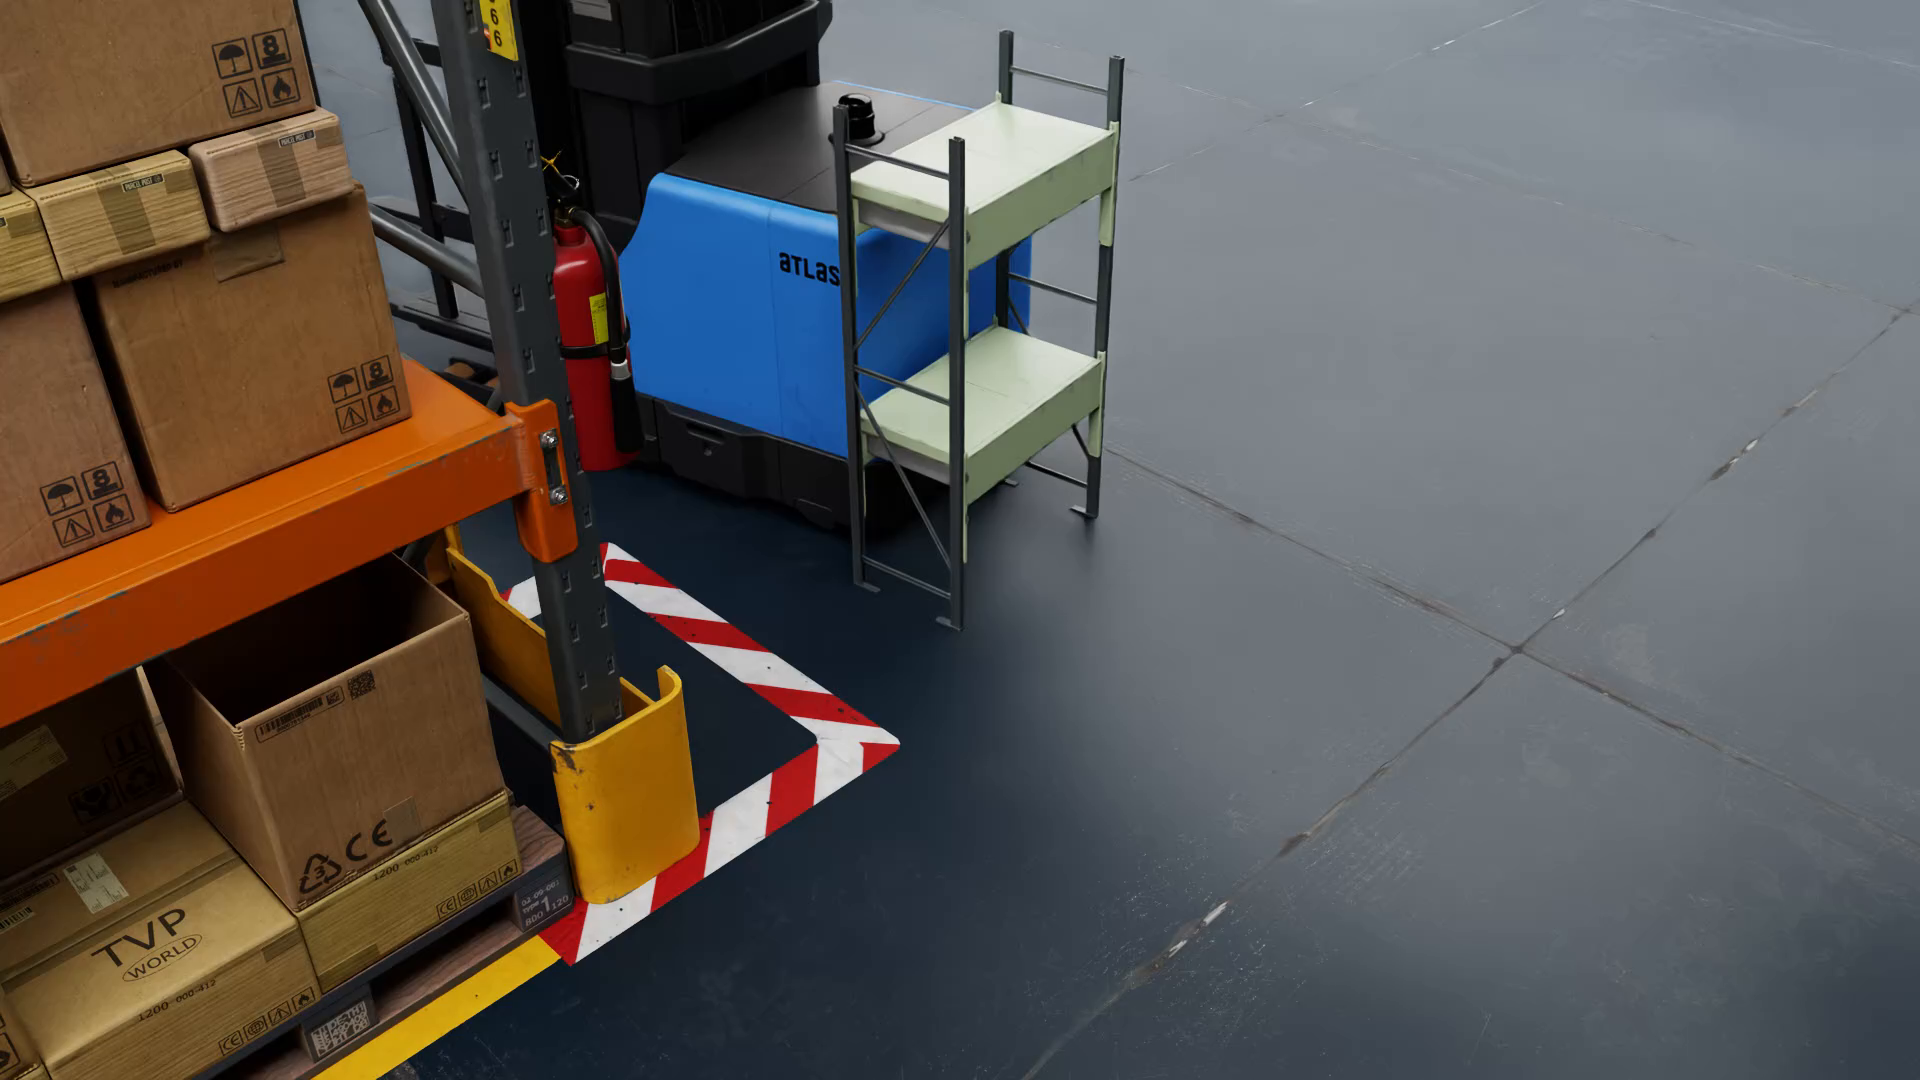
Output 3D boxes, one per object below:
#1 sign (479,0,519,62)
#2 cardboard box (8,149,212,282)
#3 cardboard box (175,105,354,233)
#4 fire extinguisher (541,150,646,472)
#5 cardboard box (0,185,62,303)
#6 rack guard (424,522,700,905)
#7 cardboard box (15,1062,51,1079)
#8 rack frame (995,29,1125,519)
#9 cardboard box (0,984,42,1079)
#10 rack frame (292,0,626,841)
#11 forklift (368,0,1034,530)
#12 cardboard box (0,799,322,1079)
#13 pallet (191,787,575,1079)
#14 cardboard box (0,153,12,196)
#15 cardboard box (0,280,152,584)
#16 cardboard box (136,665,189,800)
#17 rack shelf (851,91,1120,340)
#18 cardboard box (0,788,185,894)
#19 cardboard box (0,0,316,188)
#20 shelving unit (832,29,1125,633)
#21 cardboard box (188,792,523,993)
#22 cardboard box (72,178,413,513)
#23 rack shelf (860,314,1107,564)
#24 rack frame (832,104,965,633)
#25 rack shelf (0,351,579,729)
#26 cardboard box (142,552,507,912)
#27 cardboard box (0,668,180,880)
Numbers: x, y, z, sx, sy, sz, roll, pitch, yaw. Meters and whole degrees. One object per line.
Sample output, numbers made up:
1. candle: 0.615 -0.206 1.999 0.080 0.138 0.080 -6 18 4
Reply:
1. sign: -0.802 -0.982 2.817 0.100 0.325 0.005 30 45 35
2. cardboard box: -1.494 -0.603 2.838 0.250 0.149 0.380 -29 44 -35
3. cardboard box: -1.311 -0.710 2.991 0.380 0.149 0.250 29 44 35
4. fire extinguisher: -0.764 -0.463 3.360 0.296 0.674 0.183 30 45 35
5. cardboard box: -1.675 -0.499 2.689 0.380 0.149 0.250 29 44 35
6. rack guard: -1.160 0.381 4.267 1.175 0.500 0.348 30 45 35
7. cardboard box: -2.040 1.069 3.131 0.500 0.250 0.500 30 45 35
8. rack frame: 0.278 -0.755 5.021 0.400 1.500 0.023 23 41 29
9. cardboard box: -2.038 0.763 2.915 0.500 0.500 0.500 30 45 35
10. rack frame: -1.177 -0.634 3.538 1.000 3.000 0.127 30 45 35
11. forklift: -1.280 -1.846 5.334 3.031 2.935 1.130 18 39 24
12. cardboard box: -1.689 0.866 3.423 0.500 0.250 0.500 30 45 35
13. pallet: -1.686 0.837 3.866 1.003 0.211 1.213 30 45 35
14. cardboard box: -1.919 -0.786 2.533 0.700 0.500 0.500 28 44 34
15. cardboard box: -1.882 -0.276 2.936 0.500 0.500 0.700 -29 44 -35
16. cardboard box: -1.713 0.449 4.020 0.500 0.250 0.500 30 45 35
17. rack shelf: 0.062 -0.906 4.556 0.431 0.370 0.720 23 41 29
18. cardboard box: -2.062 0.654 3.727 0.500 0.250 0.500 30 45 35
19. cardboard box: -1.552 -1.002 2.843 0.500 0.500 0.700 -30 45 -35
20. shelving unit: 0.061 -0.586 4.779 0.431 1.500 0.755 23 41 29
21. cardboard box: -1.345 0.658 3.721 0.500 0.250 0.500 30 45 35
22. cardboard box: -1.515 -0.491 3.245 0.700 0.500 0.500 30 45 35
23. rack shelf: 0.061 -0.319 4.966 0.431 0.370 0.720 23 41 29
24. rack frame: -0.155 -0.417 4.537 0.400 1.500 0.023 23 41 29
25. rack shelf: -2.586 0.473 2.579 1.077 0.370 4.000 30 45 35
26. cardboard box: -1.344 0.351 3.505 0.500 0.500 0.500 30 45 35
27. cardboard box: -2.064 0.345 3.514 0.500 0.500 0.500 30 45 35
